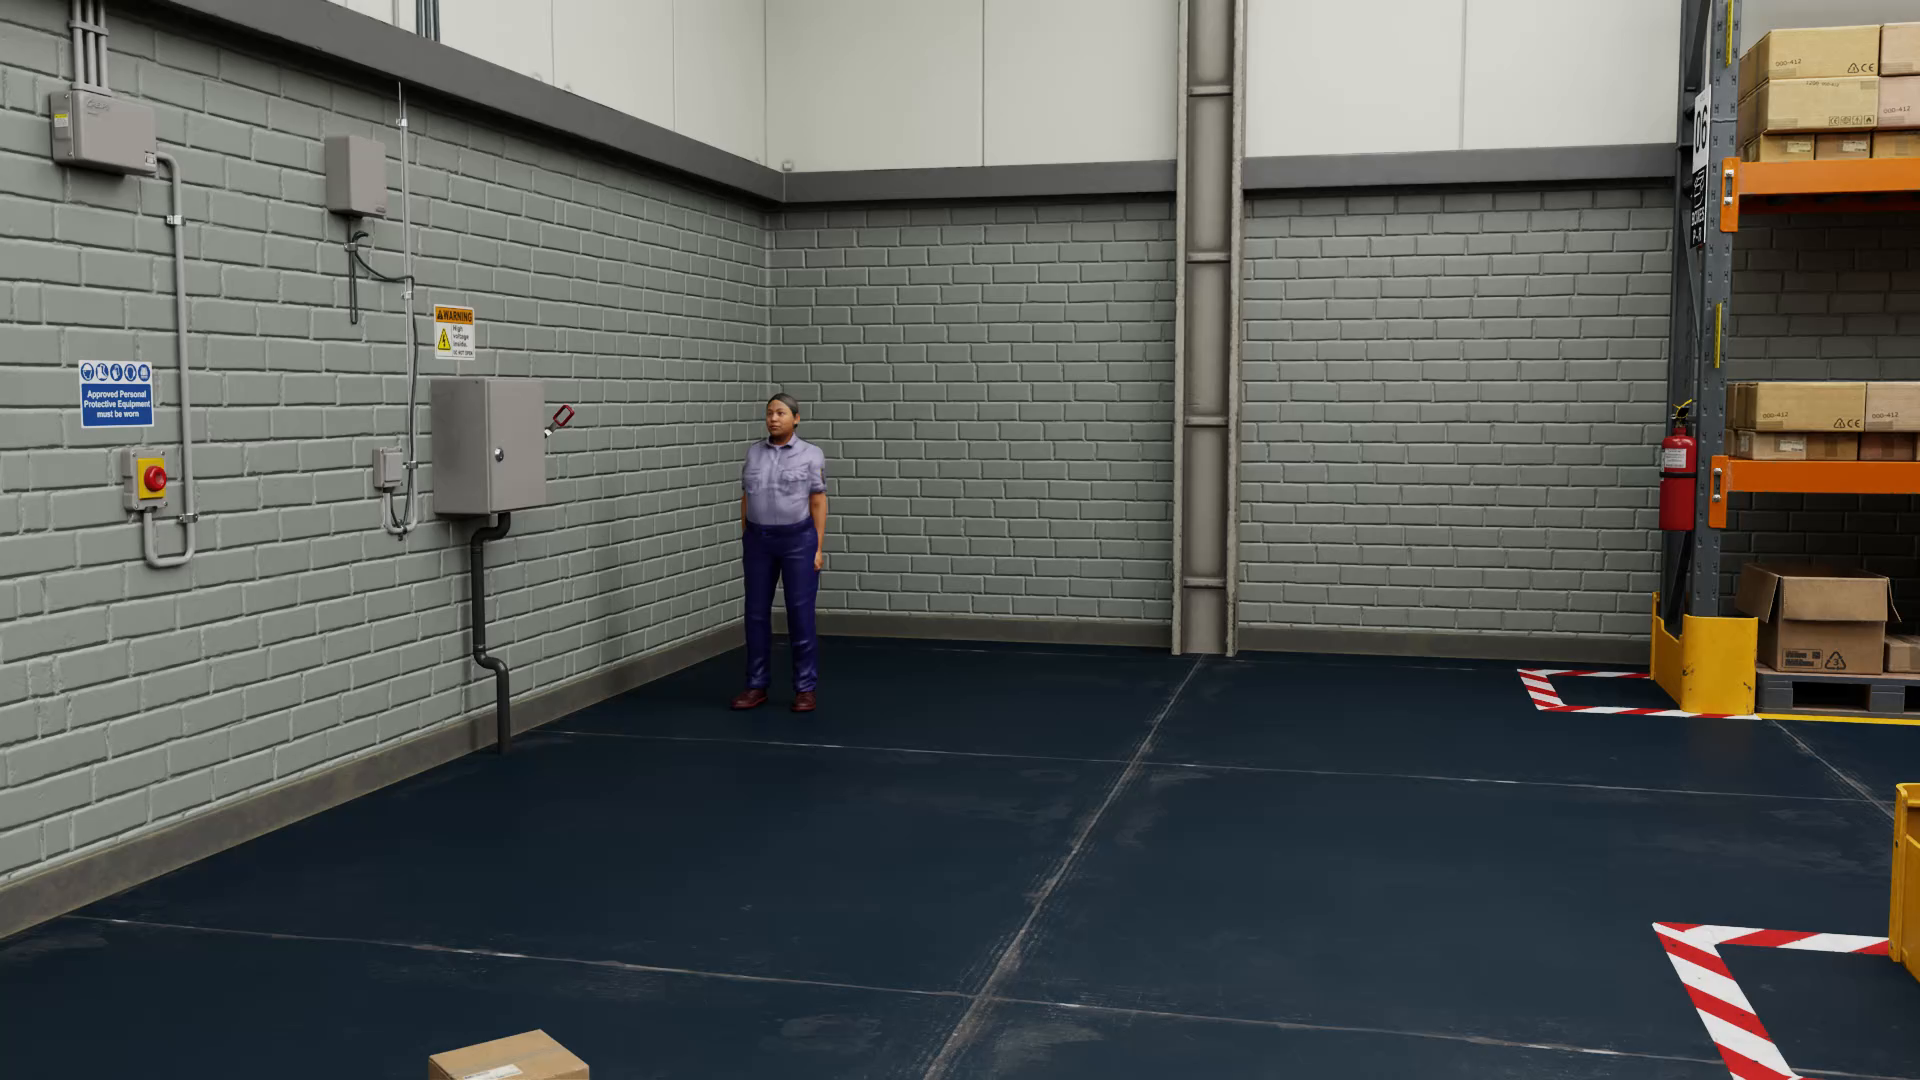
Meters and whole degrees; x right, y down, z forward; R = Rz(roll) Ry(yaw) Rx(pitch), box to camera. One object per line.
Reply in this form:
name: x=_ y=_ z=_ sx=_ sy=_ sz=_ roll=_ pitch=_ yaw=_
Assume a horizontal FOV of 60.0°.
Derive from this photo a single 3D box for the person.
person: x=-0.946 y=0.066 z=8.712 sx=0.487 sy=1.632 sz=0.361 roll=1 pitch=5 yaw=10
